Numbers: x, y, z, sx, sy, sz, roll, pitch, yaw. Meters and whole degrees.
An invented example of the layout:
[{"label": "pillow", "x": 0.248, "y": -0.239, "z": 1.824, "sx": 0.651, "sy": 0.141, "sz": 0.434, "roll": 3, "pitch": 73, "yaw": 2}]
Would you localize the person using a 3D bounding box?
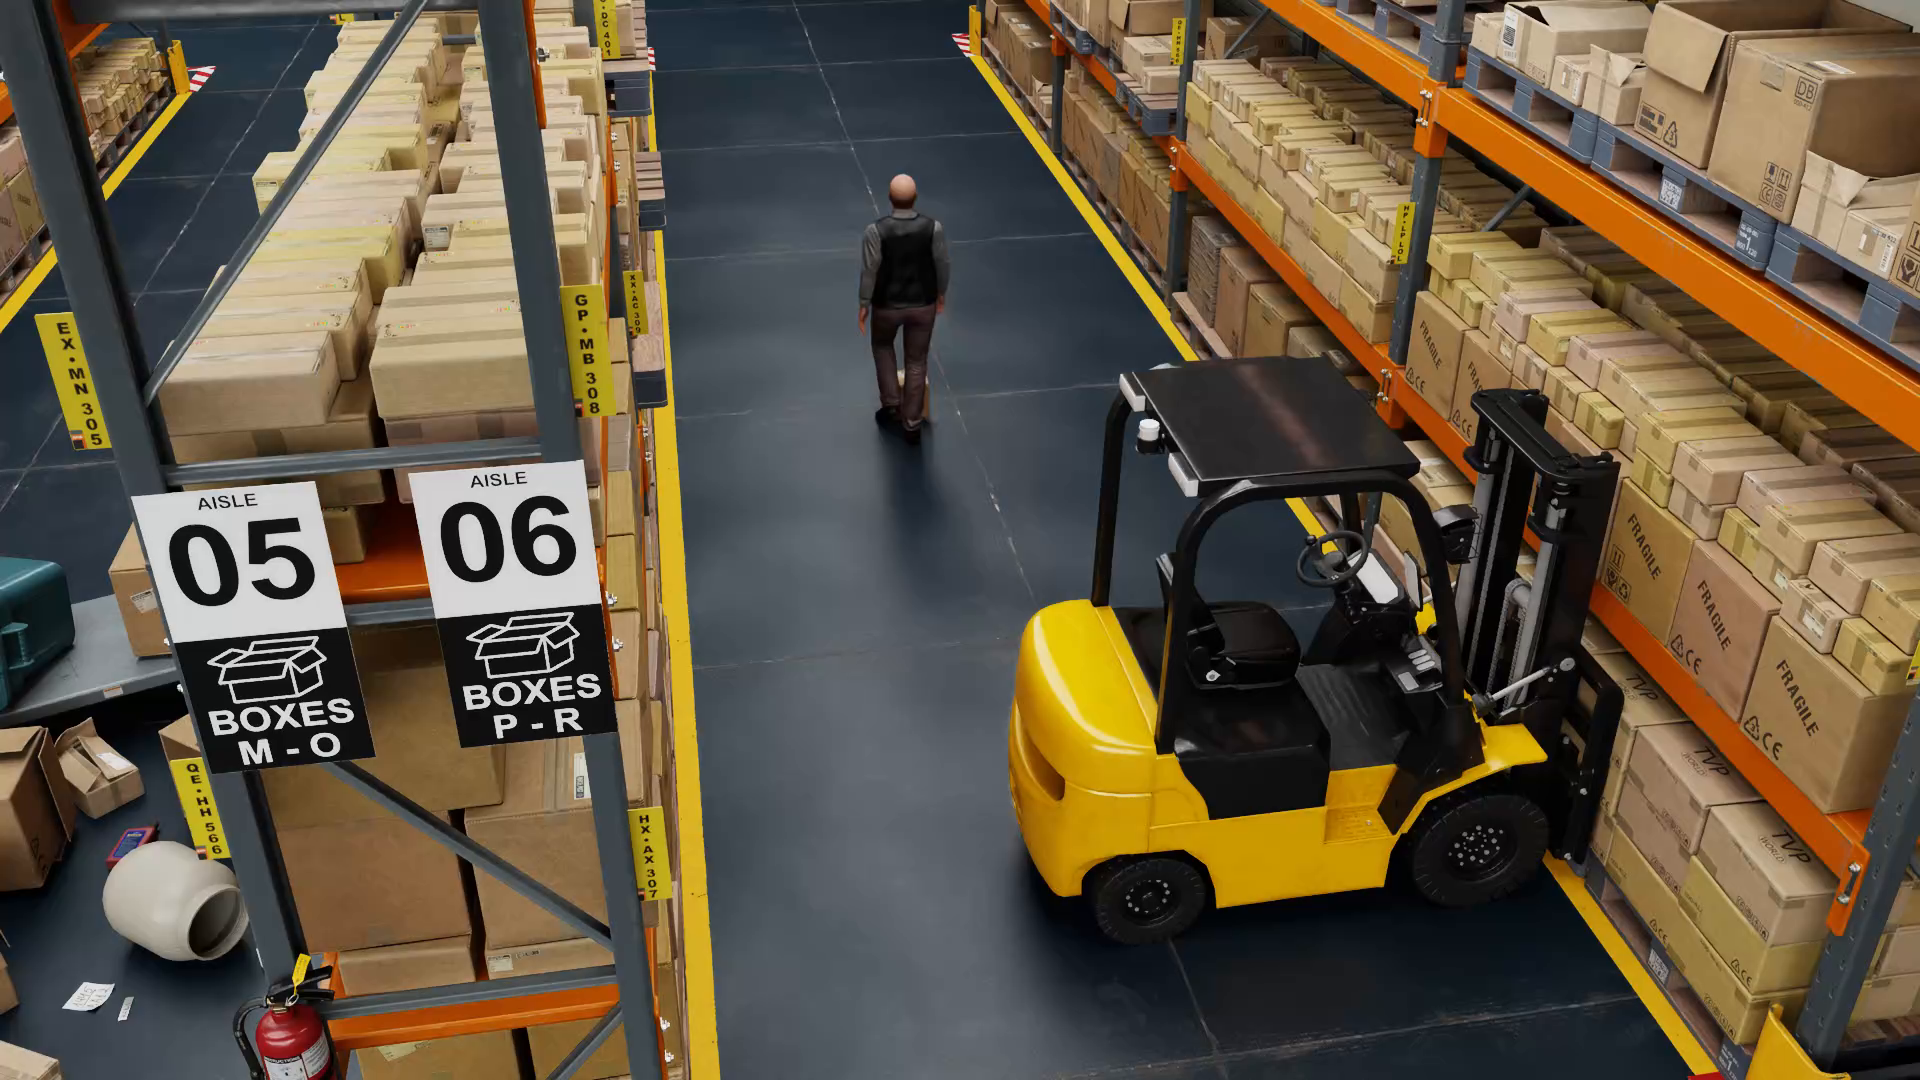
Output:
[{"label": "person", "x": -0.360, "y": -1.494, "z": 10.697, "sx": 0.600, "sy": 1.753, "sz": 0.557, "roll": -4, "pitch": 31, "yaw": -6}]
